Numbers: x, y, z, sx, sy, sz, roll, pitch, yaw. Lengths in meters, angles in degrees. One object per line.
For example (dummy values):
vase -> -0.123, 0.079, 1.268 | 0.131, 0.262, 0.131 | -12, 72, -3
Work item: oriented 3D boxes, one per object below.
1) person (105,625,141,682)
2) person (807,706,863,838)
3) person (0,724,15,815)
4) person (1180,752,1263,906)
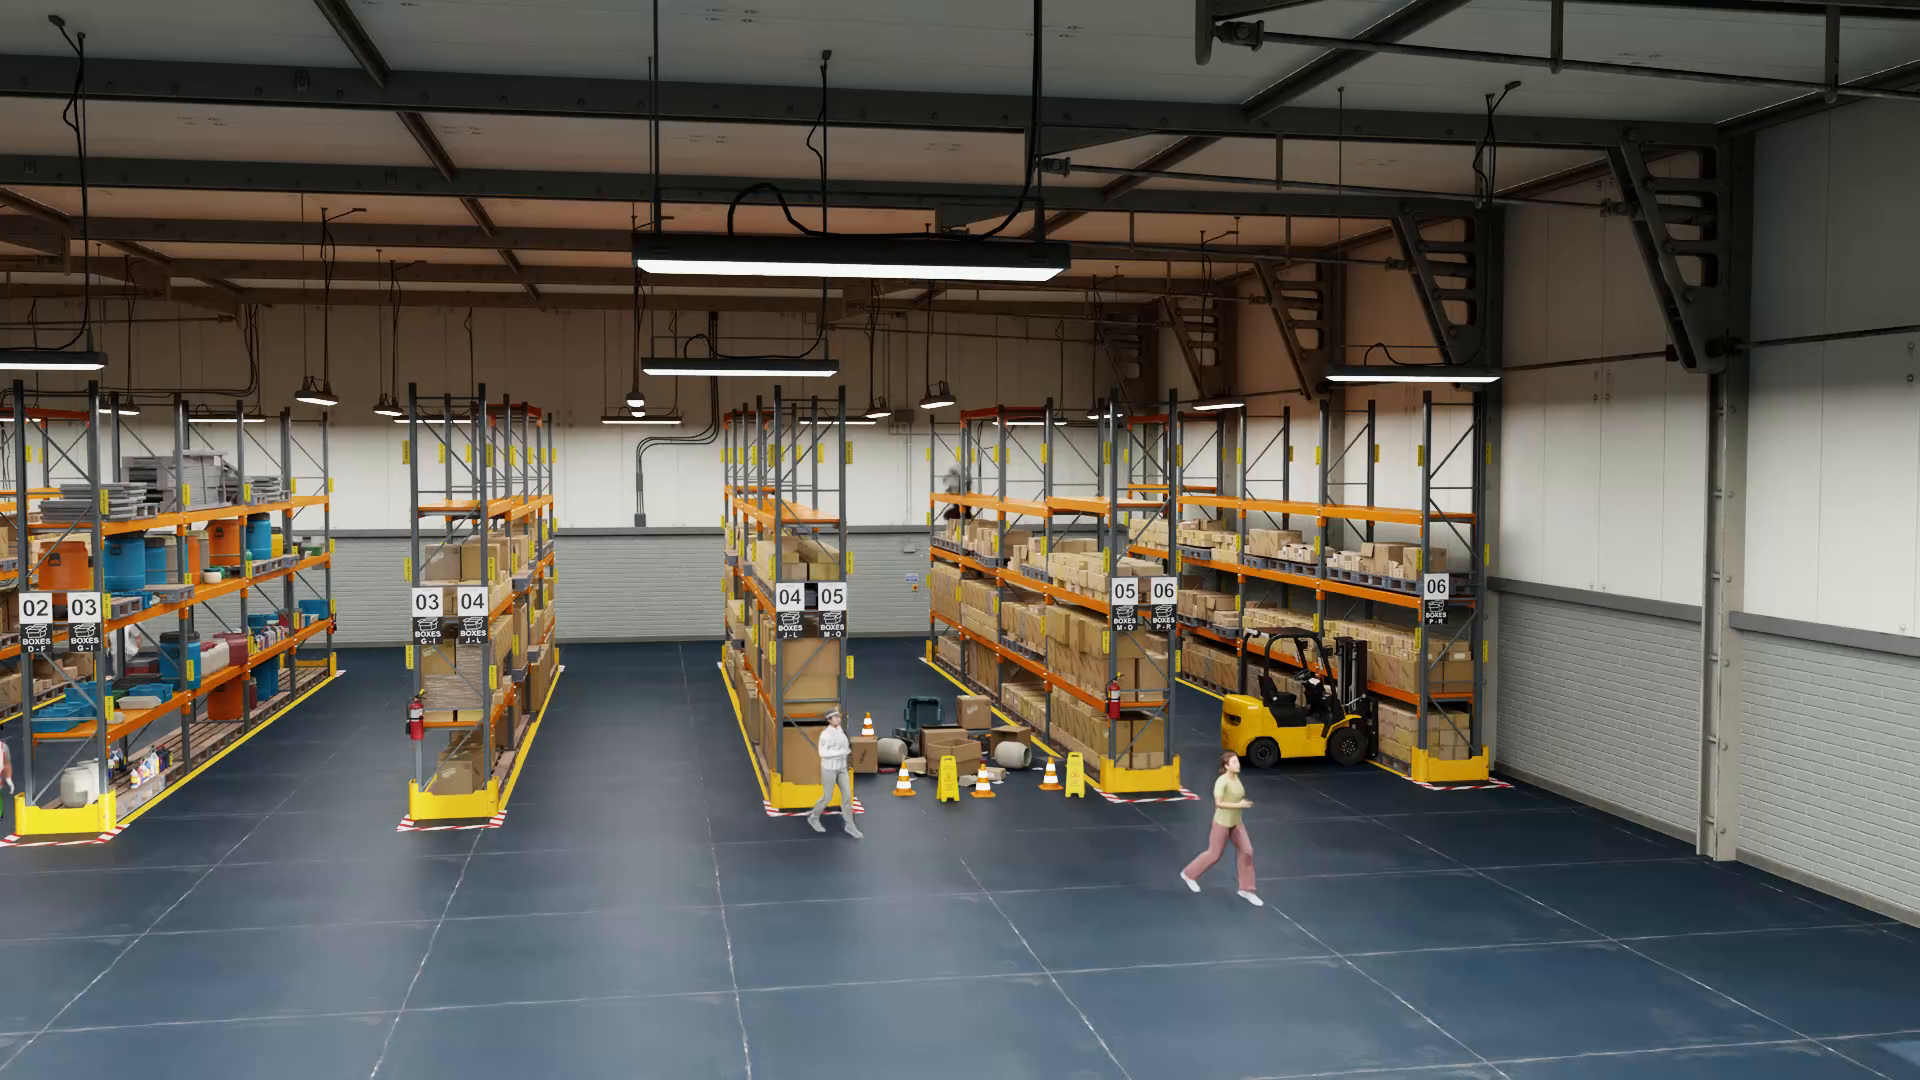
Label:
person -> -17.407, 2.378, 34.597 | 0.703, 1.756, 0.667 | 0, 3, -9
person -> -1.659, 3.029, 21.840 | 0.822, 1.719, 0.613 | 2, 4, 35
person -> -12.099, 3.092, 20.687 | 0.706, 1.716, 0.706 | 2, 3, 31
person -> 2.965, 3.215, 18.719 | 0.955, 1.695, 0.583 | 2, 4, 40
